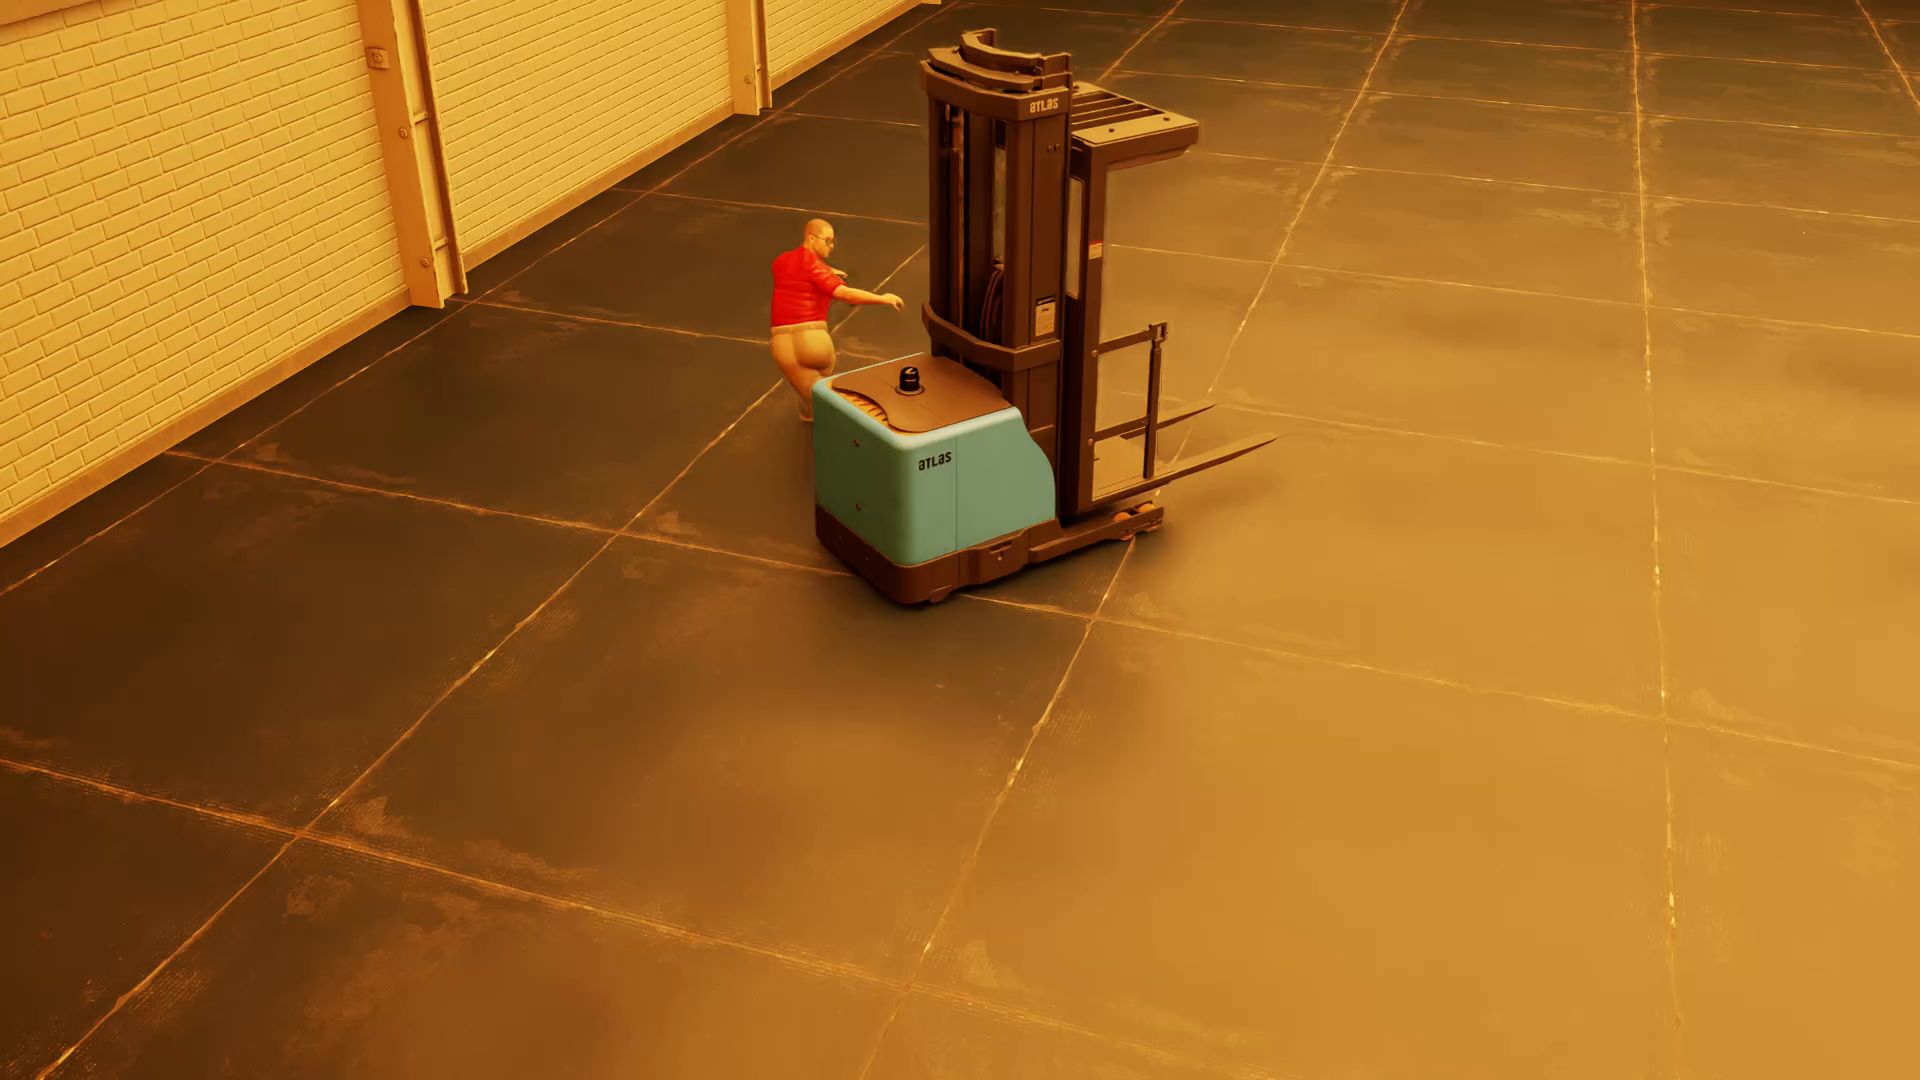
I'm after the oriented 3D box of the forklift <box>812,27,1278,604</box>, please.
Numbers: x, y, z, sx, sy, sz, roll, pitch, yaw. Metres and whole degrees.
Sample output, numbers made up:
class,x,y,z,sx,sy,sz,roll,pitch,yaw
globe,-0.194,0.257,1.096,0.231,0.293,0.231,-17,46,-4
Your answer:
class,x,y,z,sx,sy,sz,roll,pitch,yaw
forklift,0.639,-1.469,9.713,3.031,2.935,1.130,-19,35,-29

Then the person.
class,x,y,z,sx,sy,sz,roll,pitch,yaw
person,-0.803,-1.371,11.034,0.950,1.526,1.118,7,31,13
